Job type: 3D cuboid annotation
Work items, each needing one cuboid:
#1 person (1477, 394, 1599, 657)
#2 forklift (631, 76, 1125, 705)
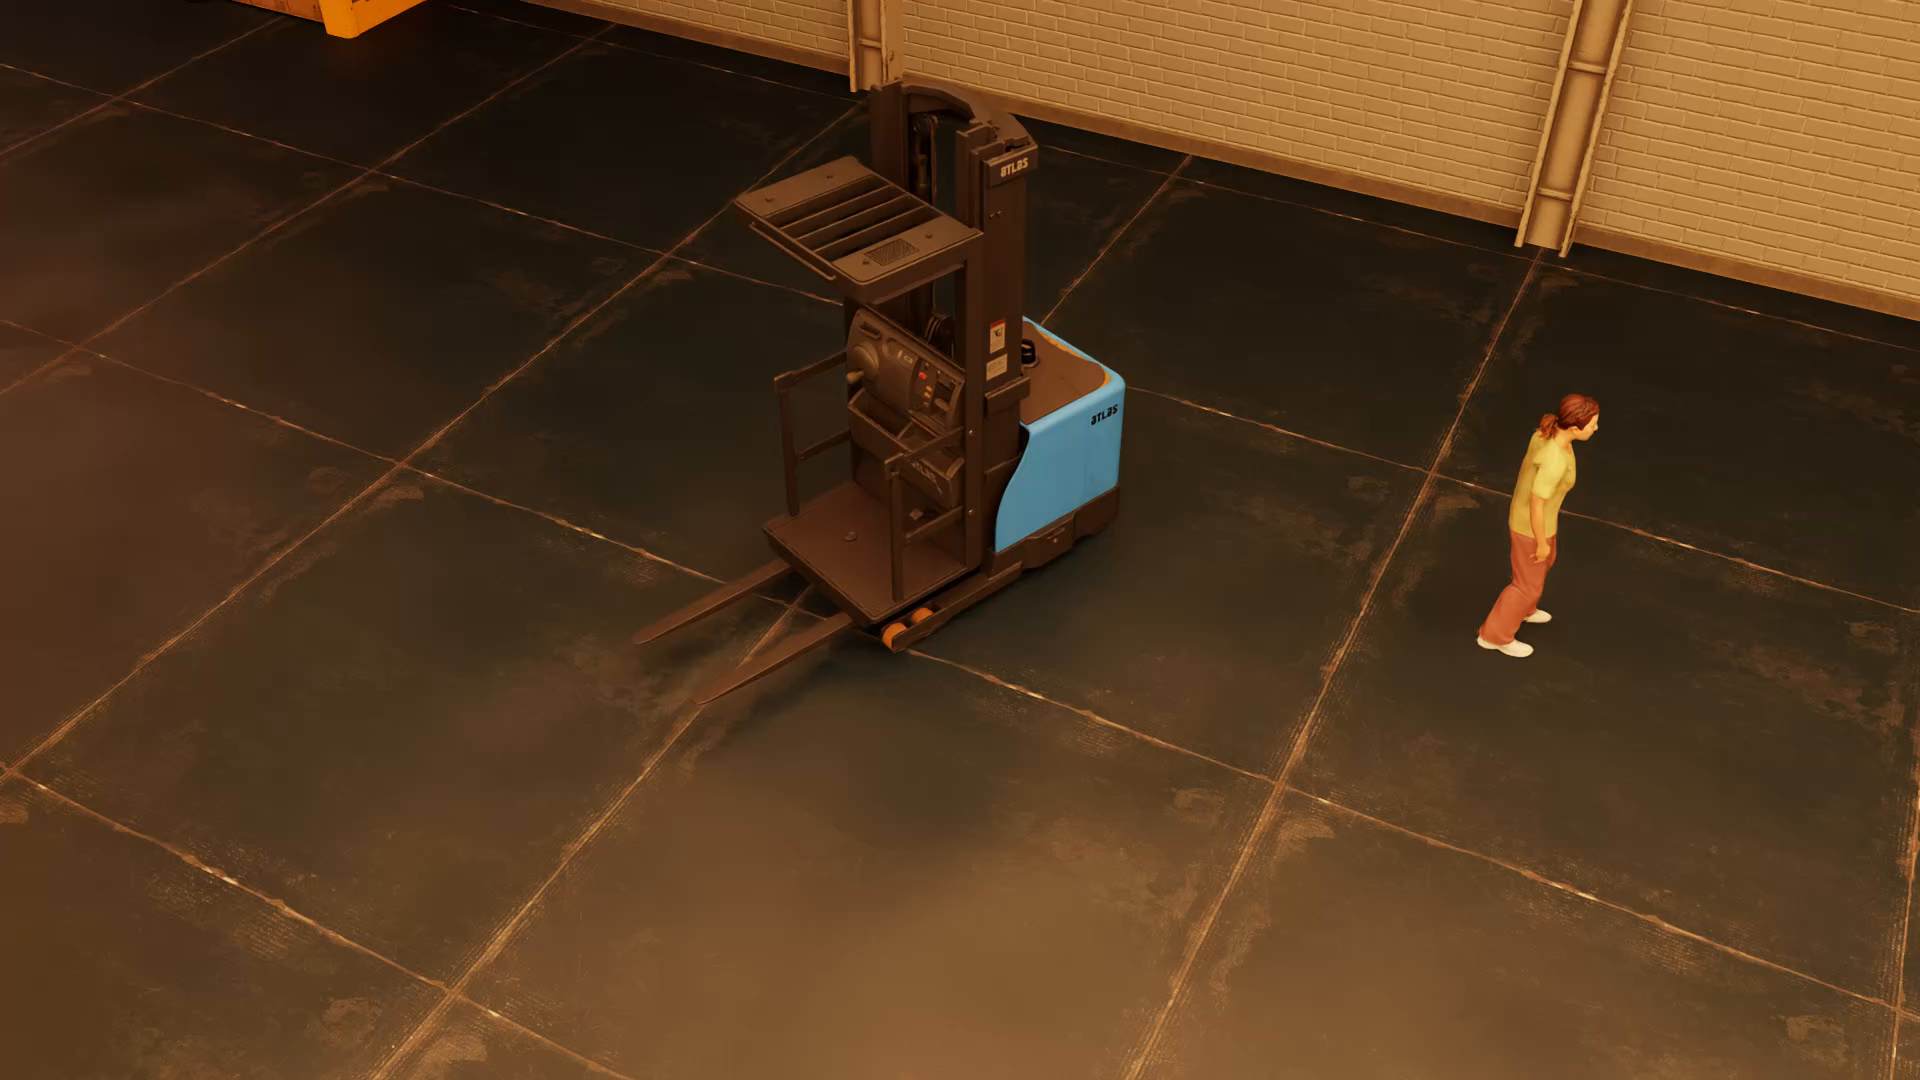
[{"bbox_3d":[3.198,-0.080,9.076,0.412,1.684,0.525,11,41,12],"label":"person"},{"bbox_3d":[-0.465,-0.867,9.016,3.031,2.935,1.130,-29,48,-30],"label":"forklift"}]
